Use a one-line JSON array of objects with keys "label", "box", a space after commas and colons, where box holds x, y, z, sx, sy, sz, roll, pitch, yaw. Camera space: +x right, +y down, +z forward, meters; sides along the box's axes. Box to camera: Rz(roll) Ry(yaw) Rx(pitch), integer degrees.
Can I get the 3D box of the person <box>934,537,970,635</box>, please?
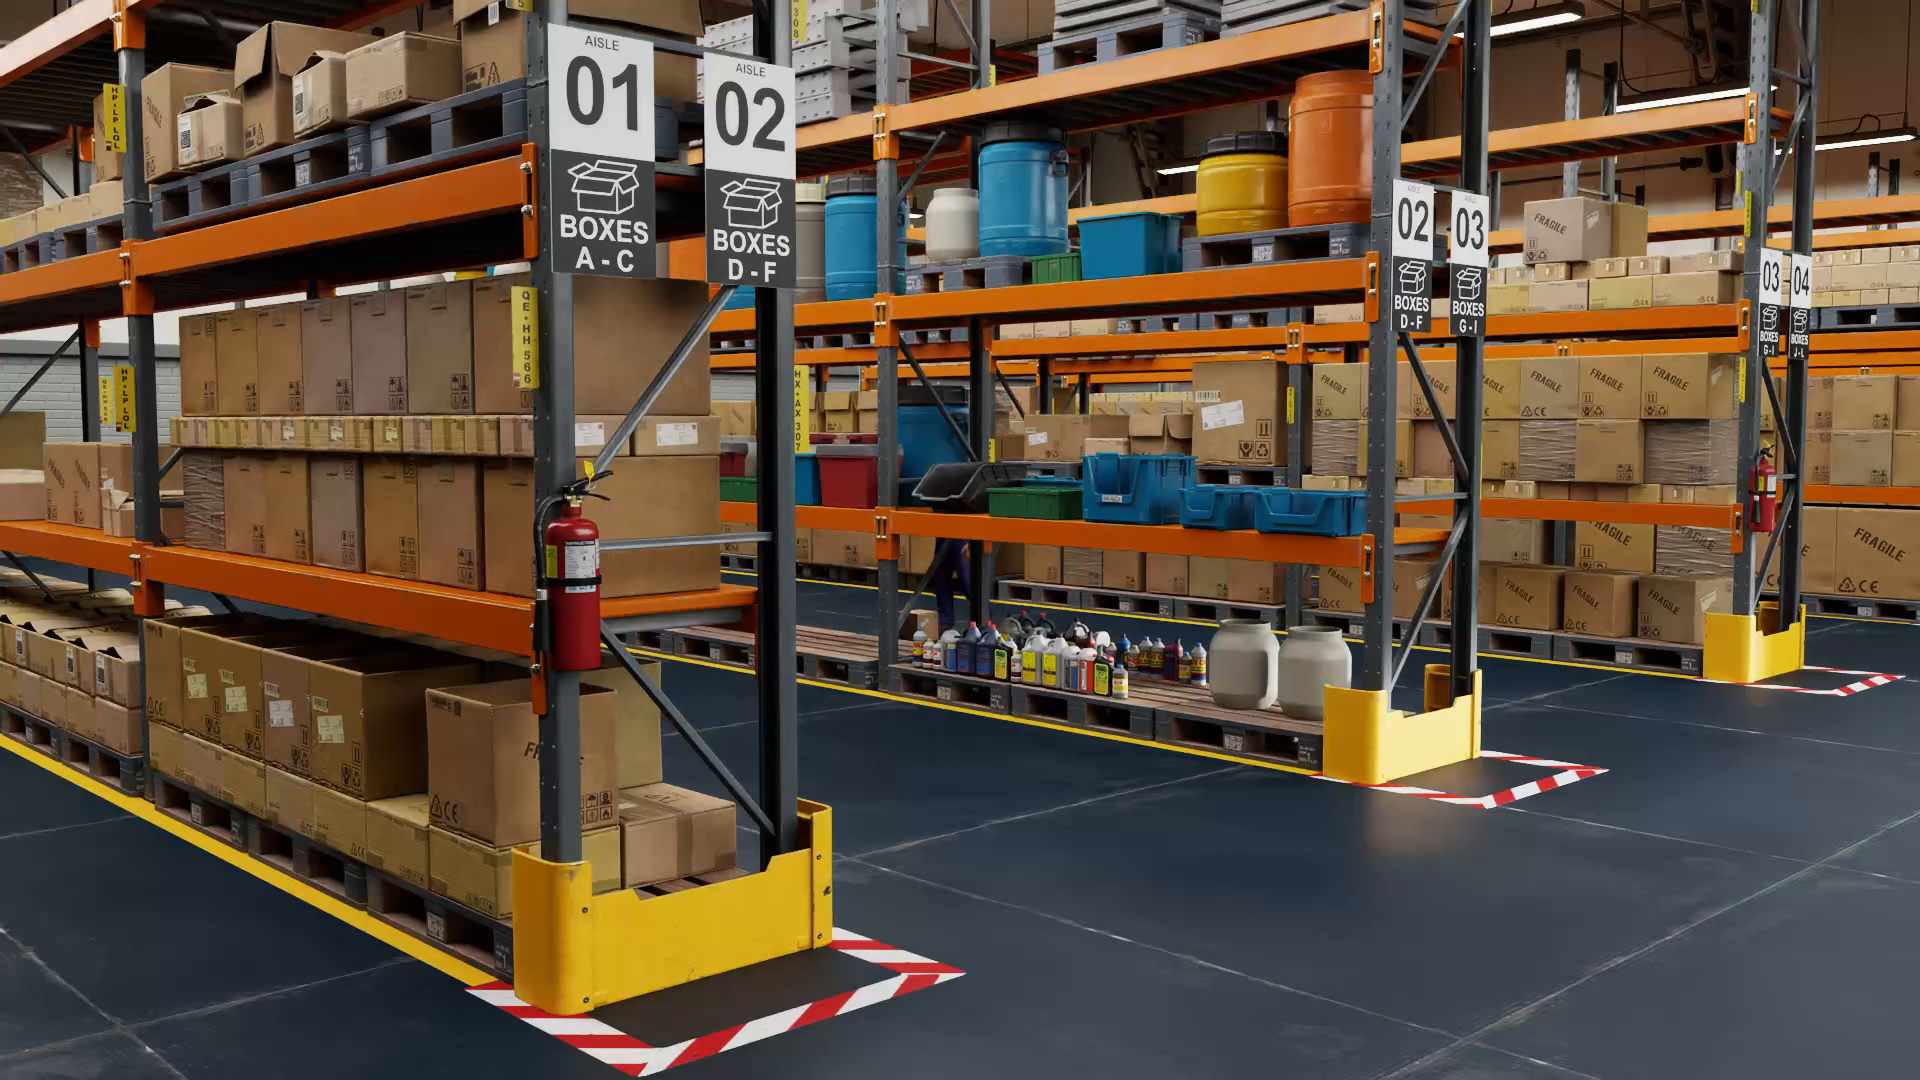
[{"label": "person", "box": [-0.017, 0.104, 15.053, 0.467, 1.727, 0.491, -4, 5, -42]}]
